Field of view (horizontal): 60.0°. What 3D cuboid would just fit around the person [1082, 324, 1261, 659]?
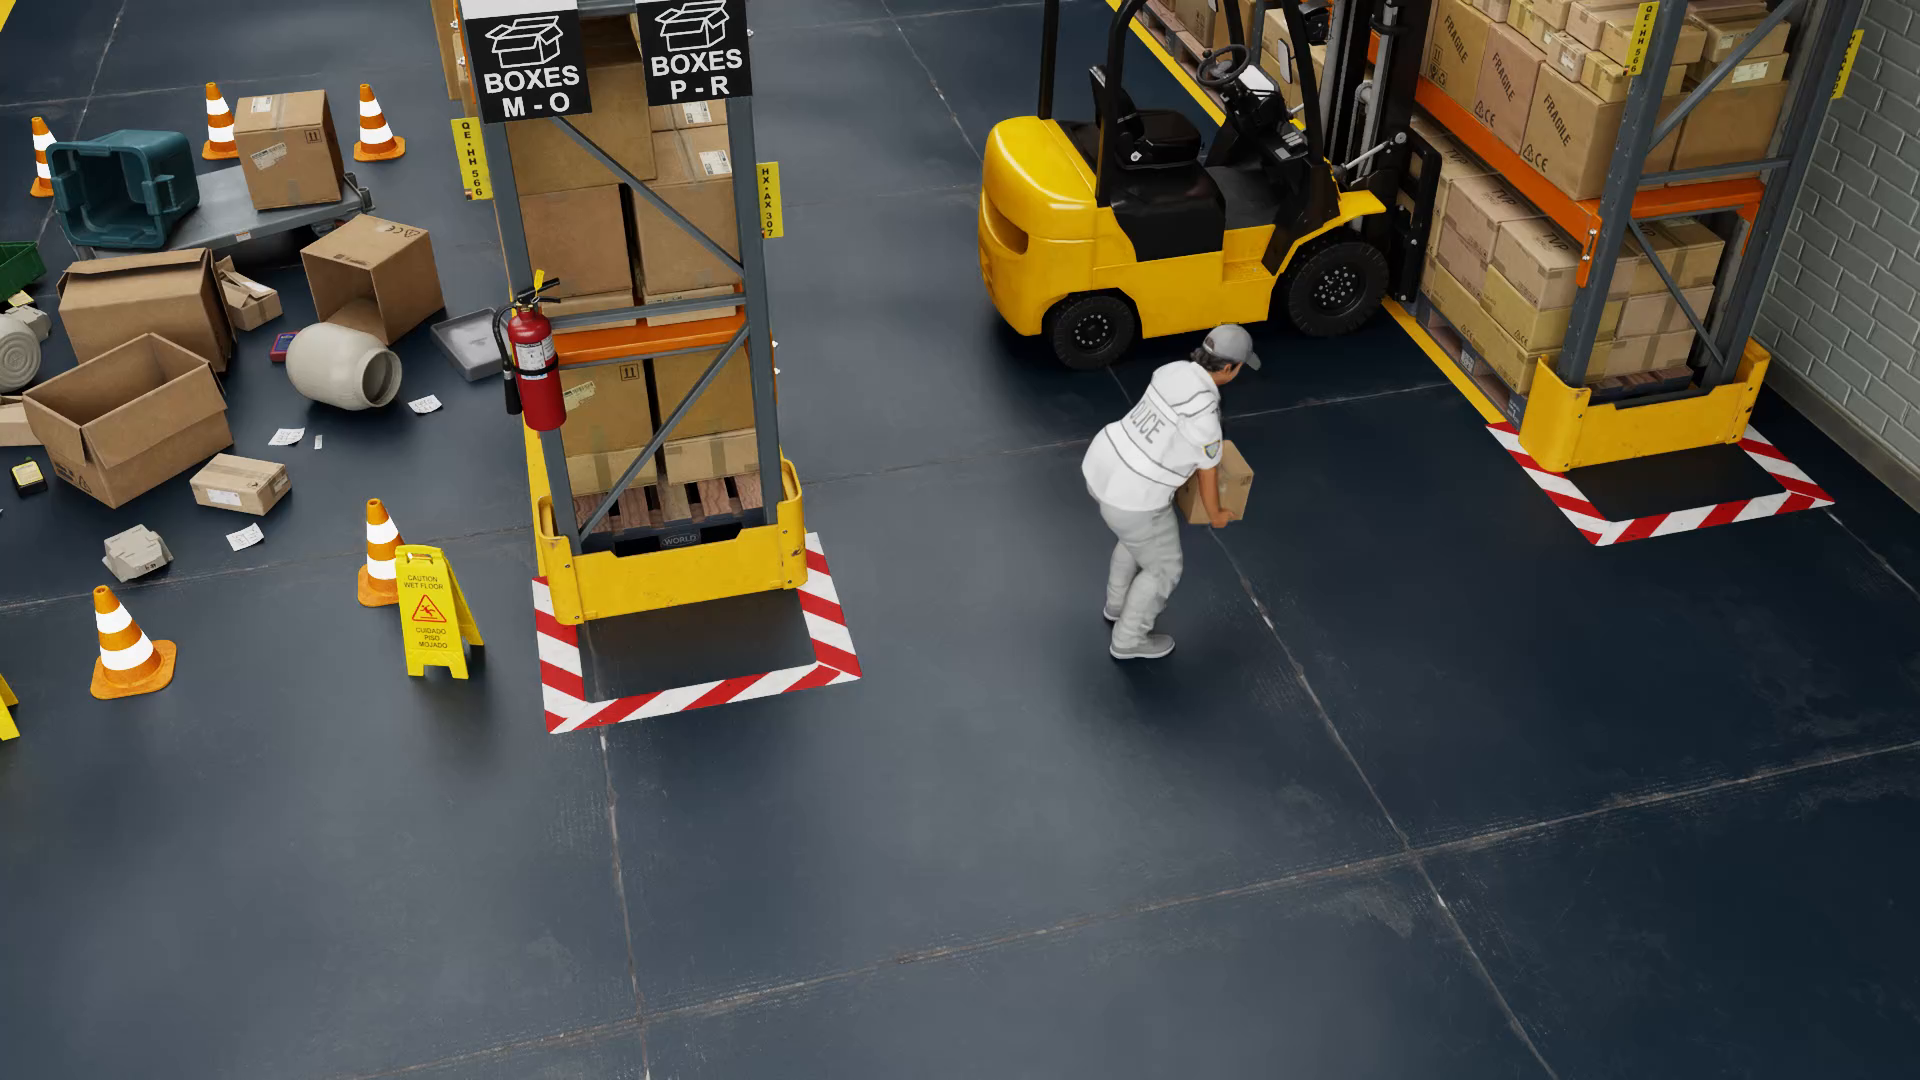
[{"bbox_3d":[0.887,-0.208,7.084,0.730,1.536,0.455,-10,40,-13],"label":"person"}]
